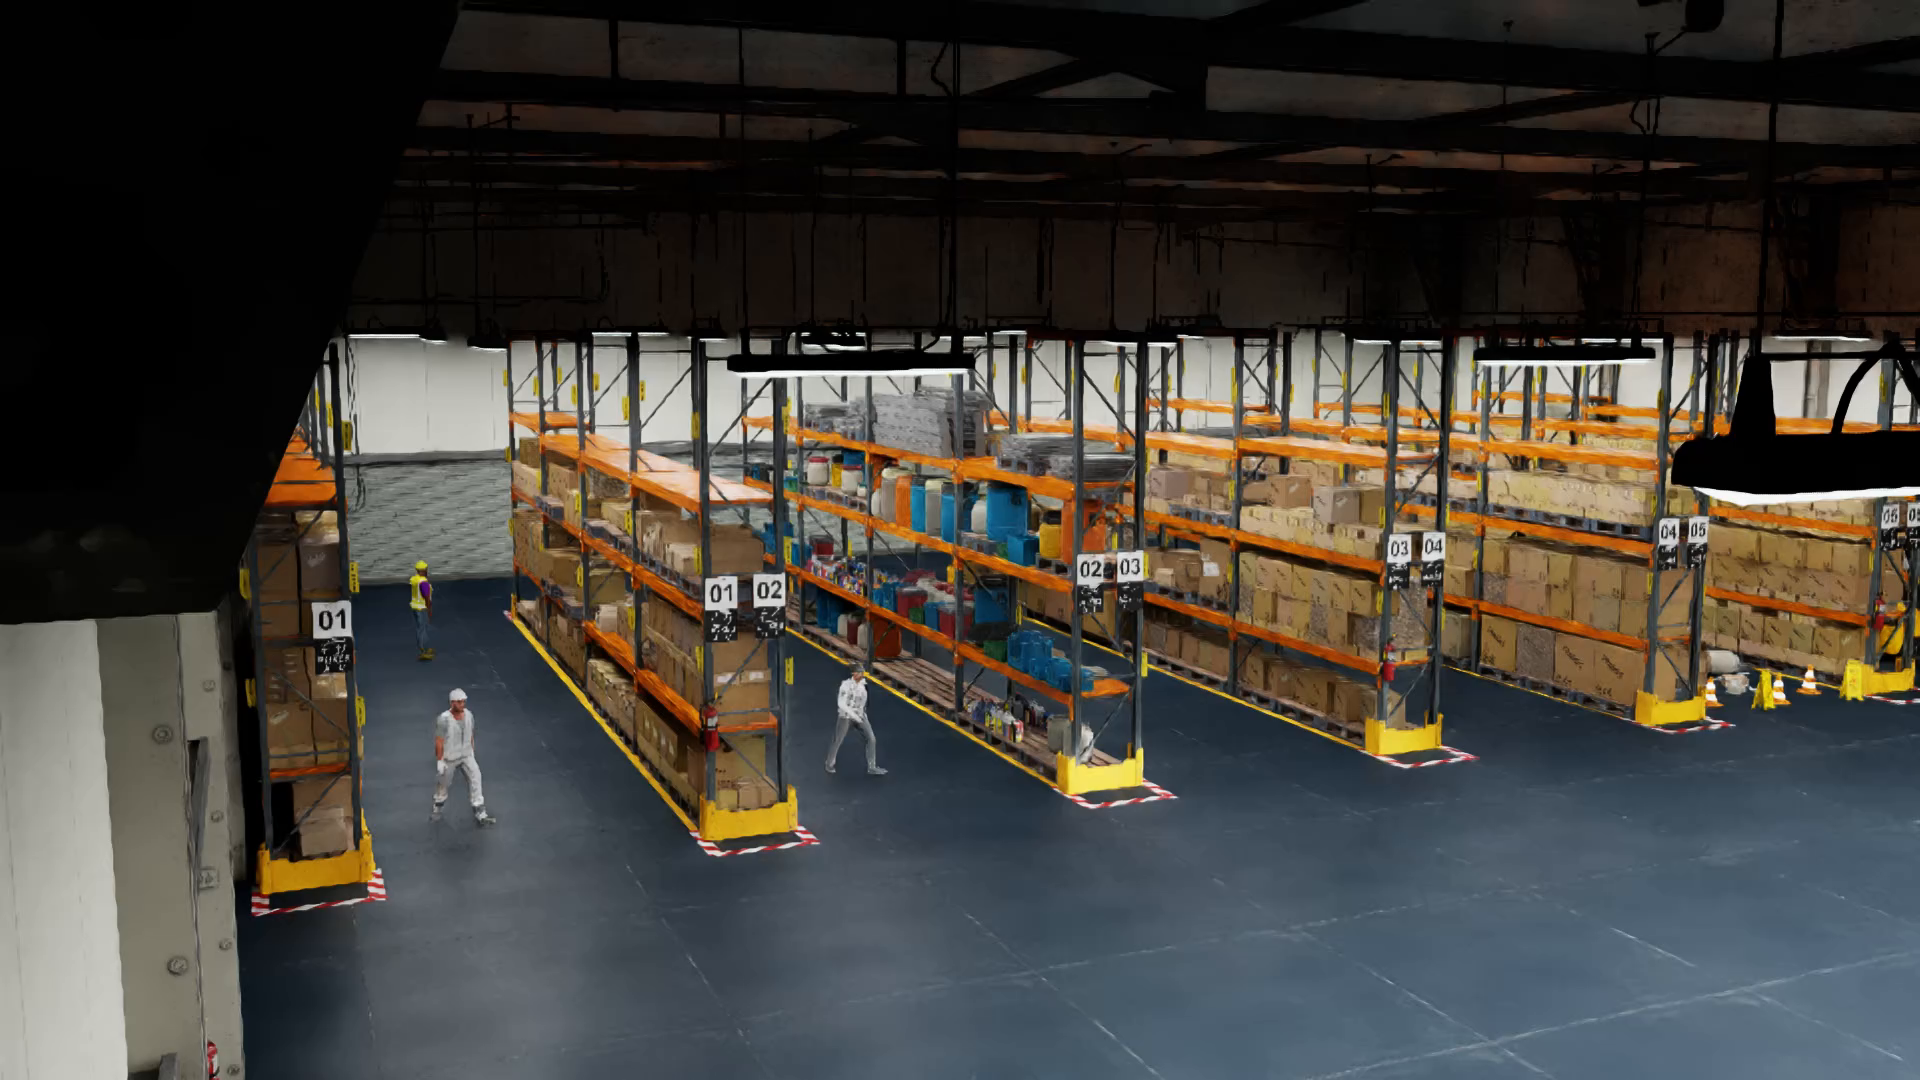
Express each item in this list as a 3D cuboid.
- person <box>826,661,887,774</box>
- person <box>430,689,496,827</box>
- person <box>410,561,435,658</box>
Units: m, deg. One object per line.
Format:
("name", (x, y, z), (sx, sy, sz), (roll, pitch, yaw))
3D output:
("person", (-1.485, 2.422, 22.890), (0.638, 1.607, 0.814), (-6, 10, -39))
("person", (-6.210, 2.686, 20.592), (0.969, 1.746, 0.596), (8, 11, 44))
("person", (-9.897, 1.266, 30.740), (0.463, 1.763, 0.645), (-7, 11, -42))
